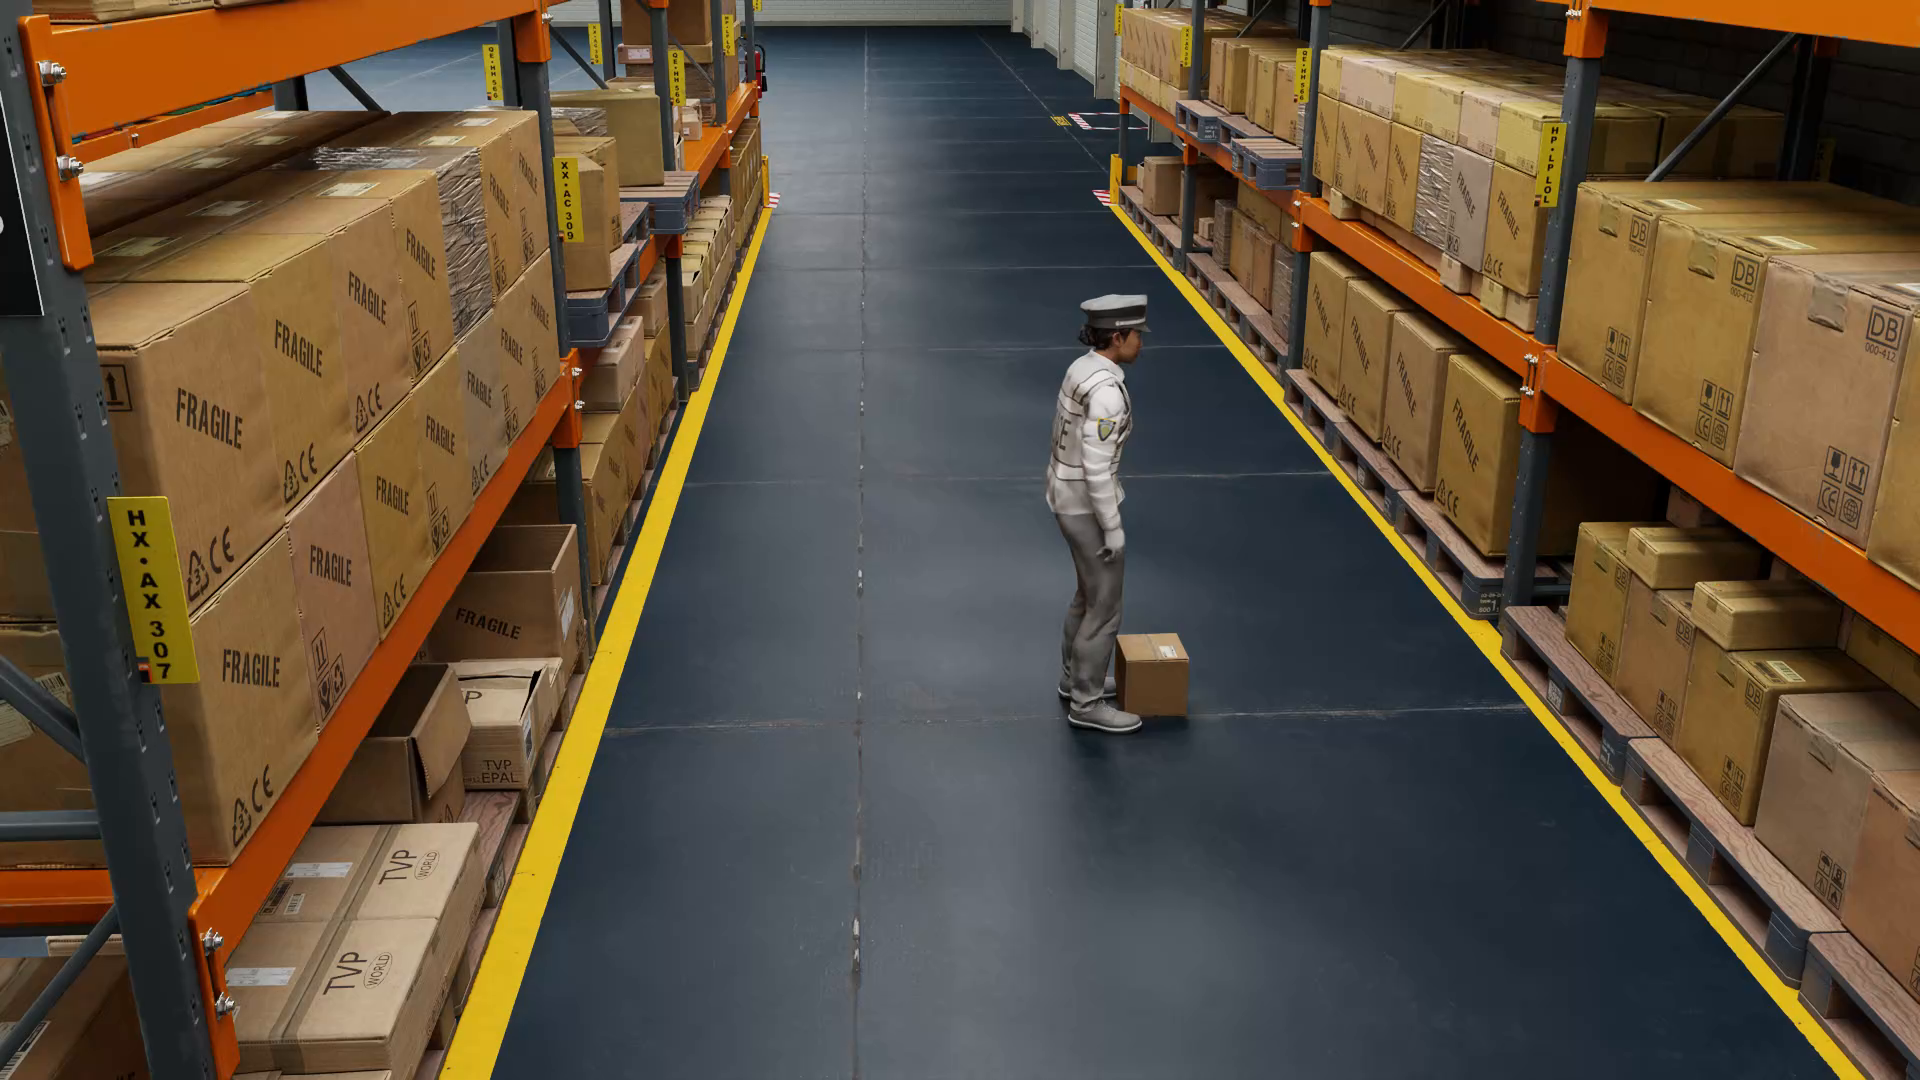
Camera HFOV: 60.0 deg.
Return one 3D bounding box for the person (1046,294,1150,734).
[{"bbox_3d":[0.520,-0.111,6.370,0.372,1.662,0.527,-2,21,-5],"label":"person"}]
